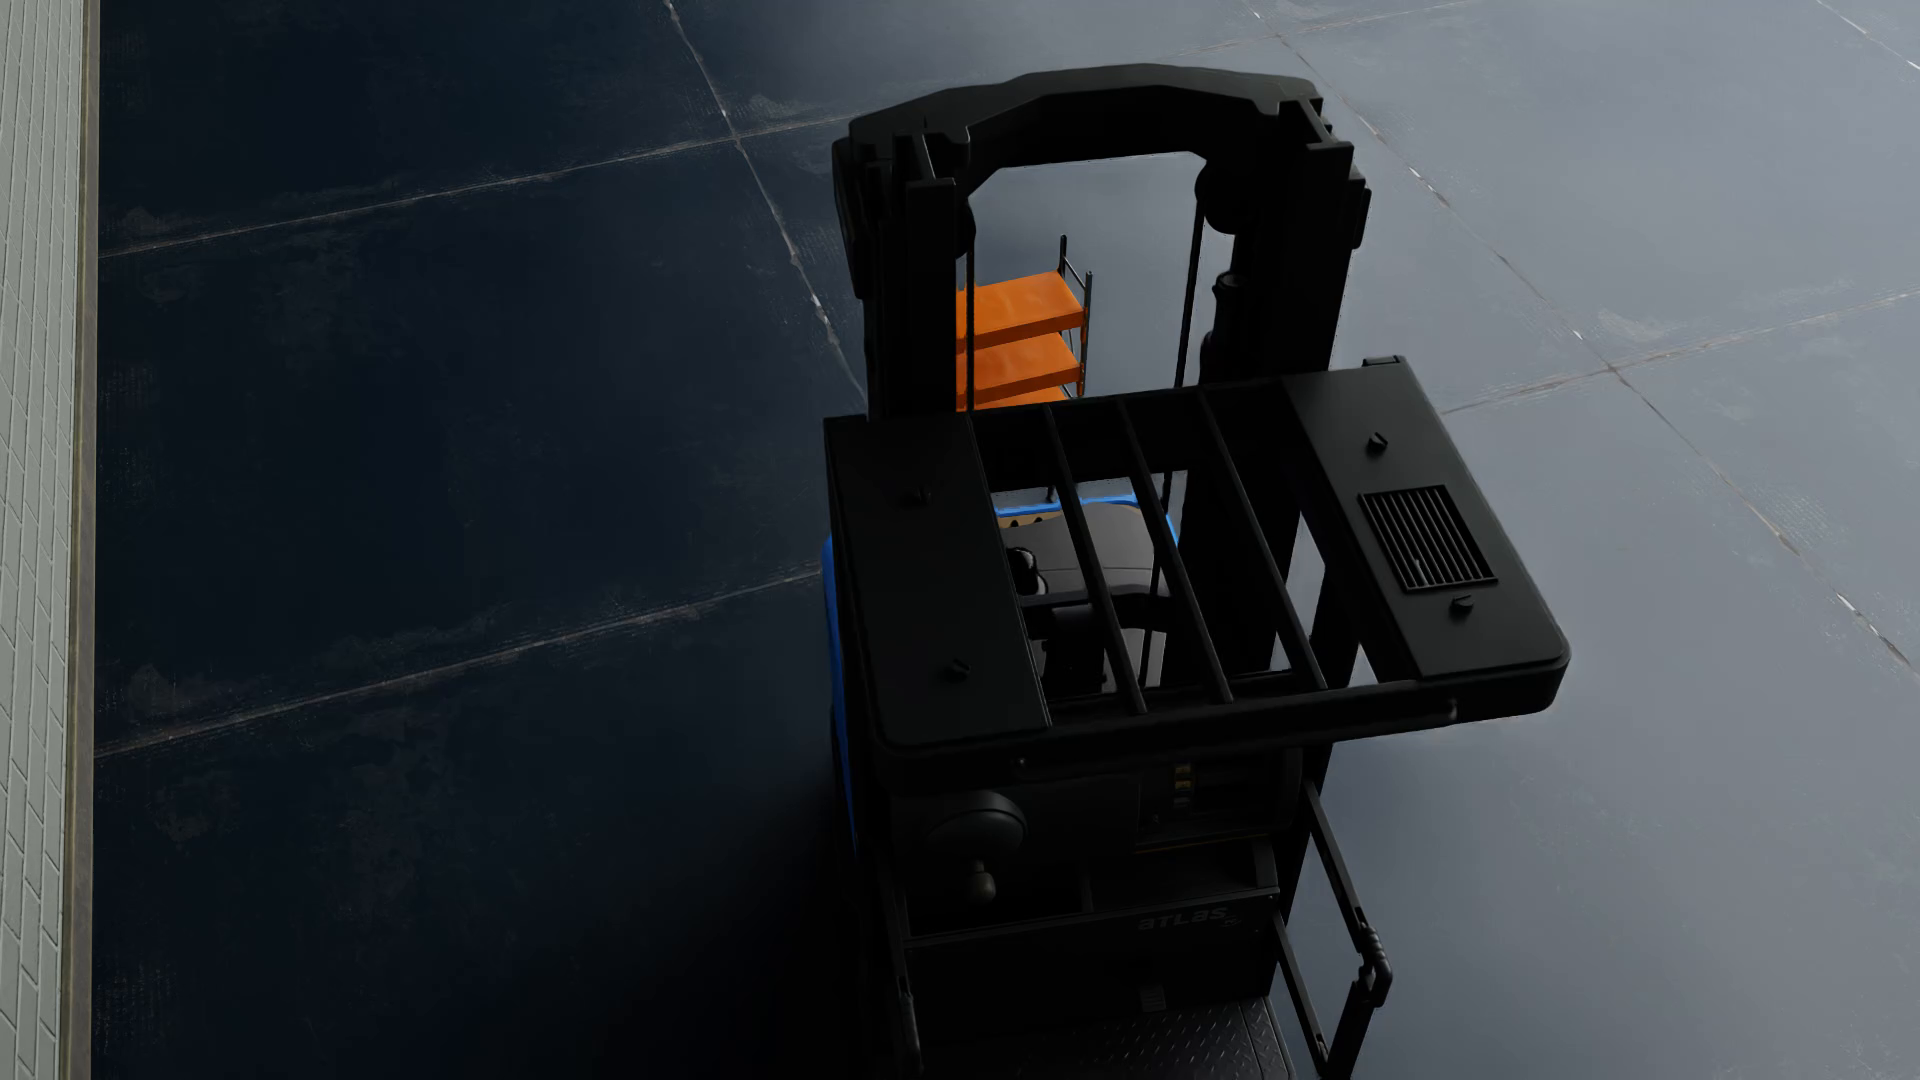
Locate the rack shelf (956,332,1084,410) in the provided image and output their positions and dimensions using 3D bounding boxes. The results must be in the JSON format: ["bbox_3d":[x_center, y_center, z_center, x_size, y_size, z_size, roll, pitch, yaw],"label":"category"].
[{"bbox_3d":[0.156,-0.574,5.754,0.480,0.148,0.258,-14,47,-14],"label":"rack shelf"}]

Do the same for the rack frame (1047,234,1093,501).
[{"bbox_3d":[0.385,-0.522,5.923,0.015,1.200,0.240,-14,47,-14],"label":"rack frame"}]

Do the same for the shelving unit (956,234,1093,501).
[{"bbox_3d":[0.156,-0.463,5.865,0.503,1.200,0.258,-14,47,-14],"label":"shelving unit"}]

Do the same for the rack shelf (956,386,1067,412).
[{"bbox_3d":[0.156,-0.416,5.912,0.480,0.148,0.258,-14,47,-14],"label":"rack shelf"}]

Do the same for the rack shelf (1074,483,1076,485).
[{"bbox_3d":[0.156,-0.276,6.053,0.480,0.148,0.258,-14,47,-14],"label":"rack shelf"}]

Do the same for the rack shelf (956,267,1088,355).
[{"bbox_3d":[0.156,-0.741,5.586,0.480,0.148,0.258,-14,47,-14],"label":"rack shelf"}]

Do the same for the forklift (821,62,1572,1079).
[{"bbox_3d":[0.341,0.658,3.525,1.130,2.935,3.031,-7,46,-7],"label":"forklift"}]
